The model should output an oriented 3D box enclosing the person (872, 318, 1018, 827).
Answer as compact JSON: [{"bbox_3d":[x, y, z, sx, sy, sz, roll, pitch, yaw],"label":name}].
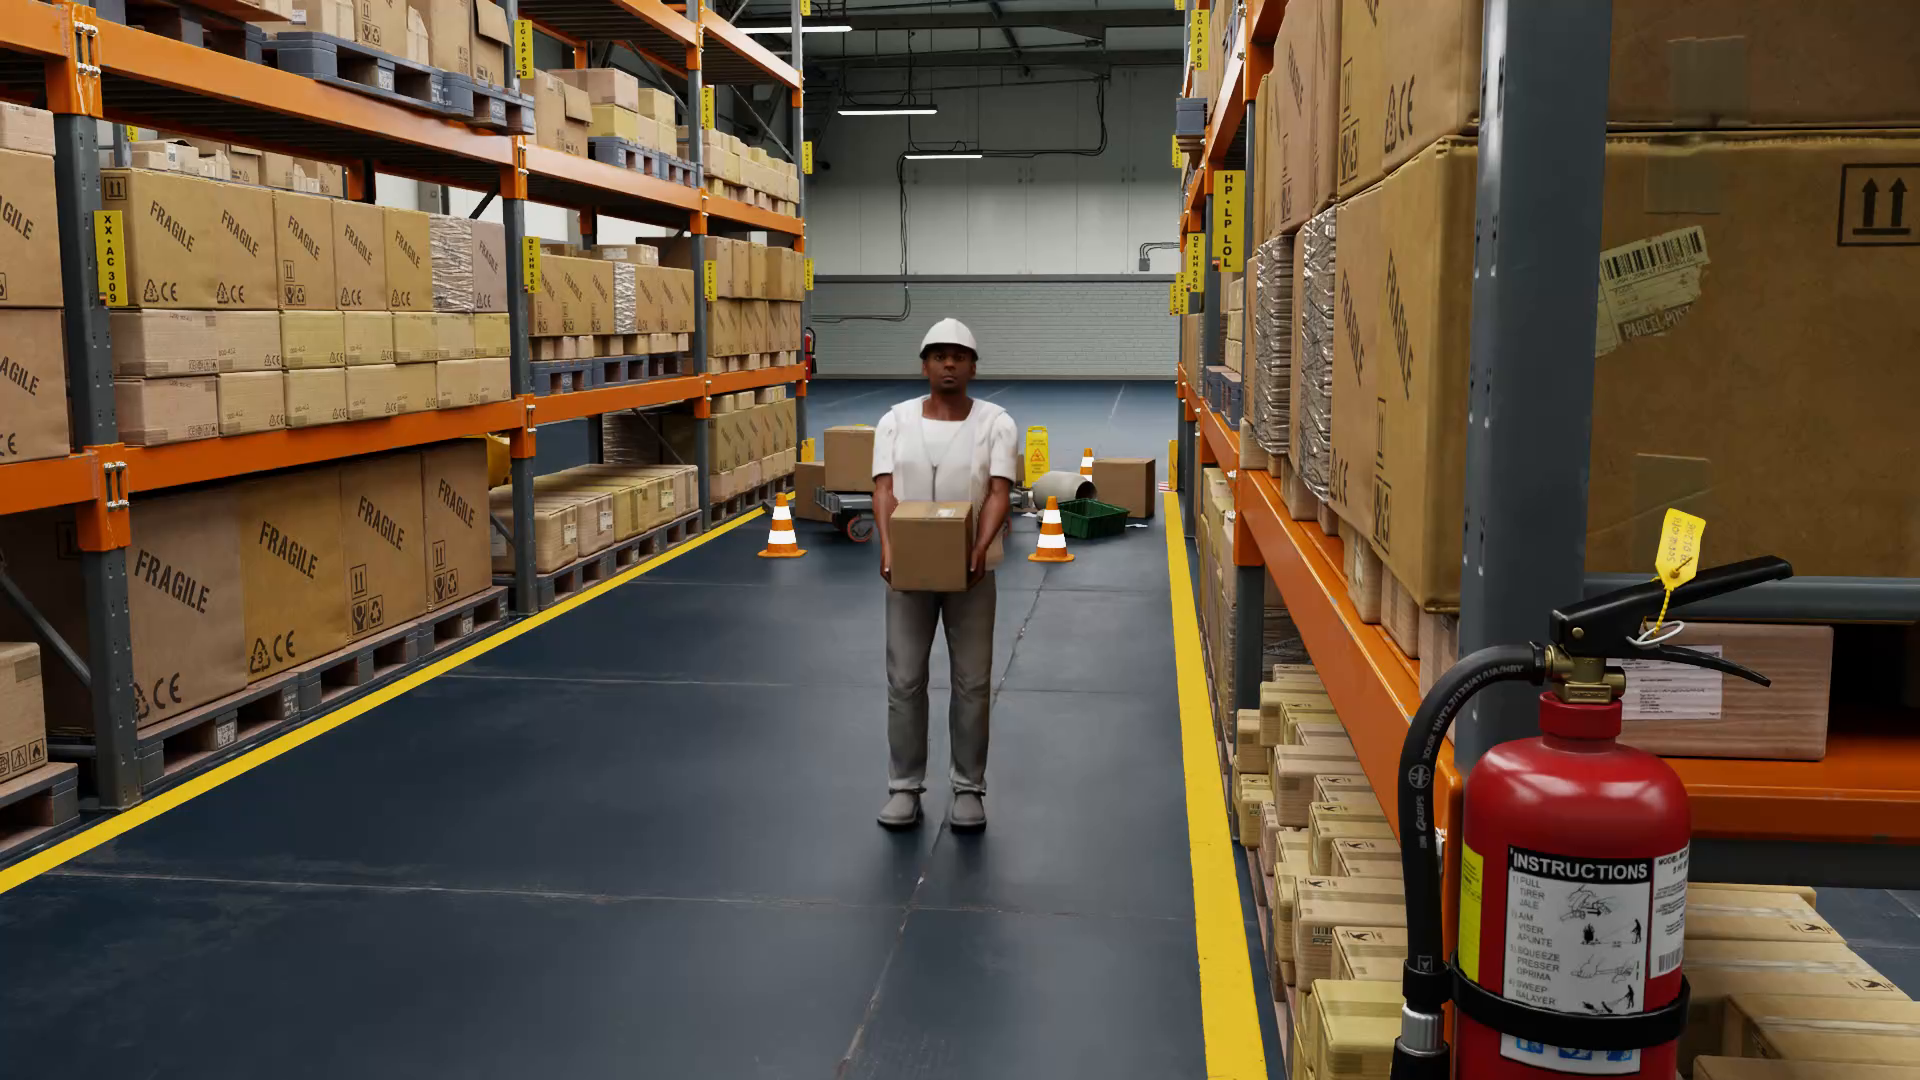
[{"bbox_3d":[-0.064,0.120,5.786,0.513,1.769,0.573,1,8,6],"label":"person"}]
